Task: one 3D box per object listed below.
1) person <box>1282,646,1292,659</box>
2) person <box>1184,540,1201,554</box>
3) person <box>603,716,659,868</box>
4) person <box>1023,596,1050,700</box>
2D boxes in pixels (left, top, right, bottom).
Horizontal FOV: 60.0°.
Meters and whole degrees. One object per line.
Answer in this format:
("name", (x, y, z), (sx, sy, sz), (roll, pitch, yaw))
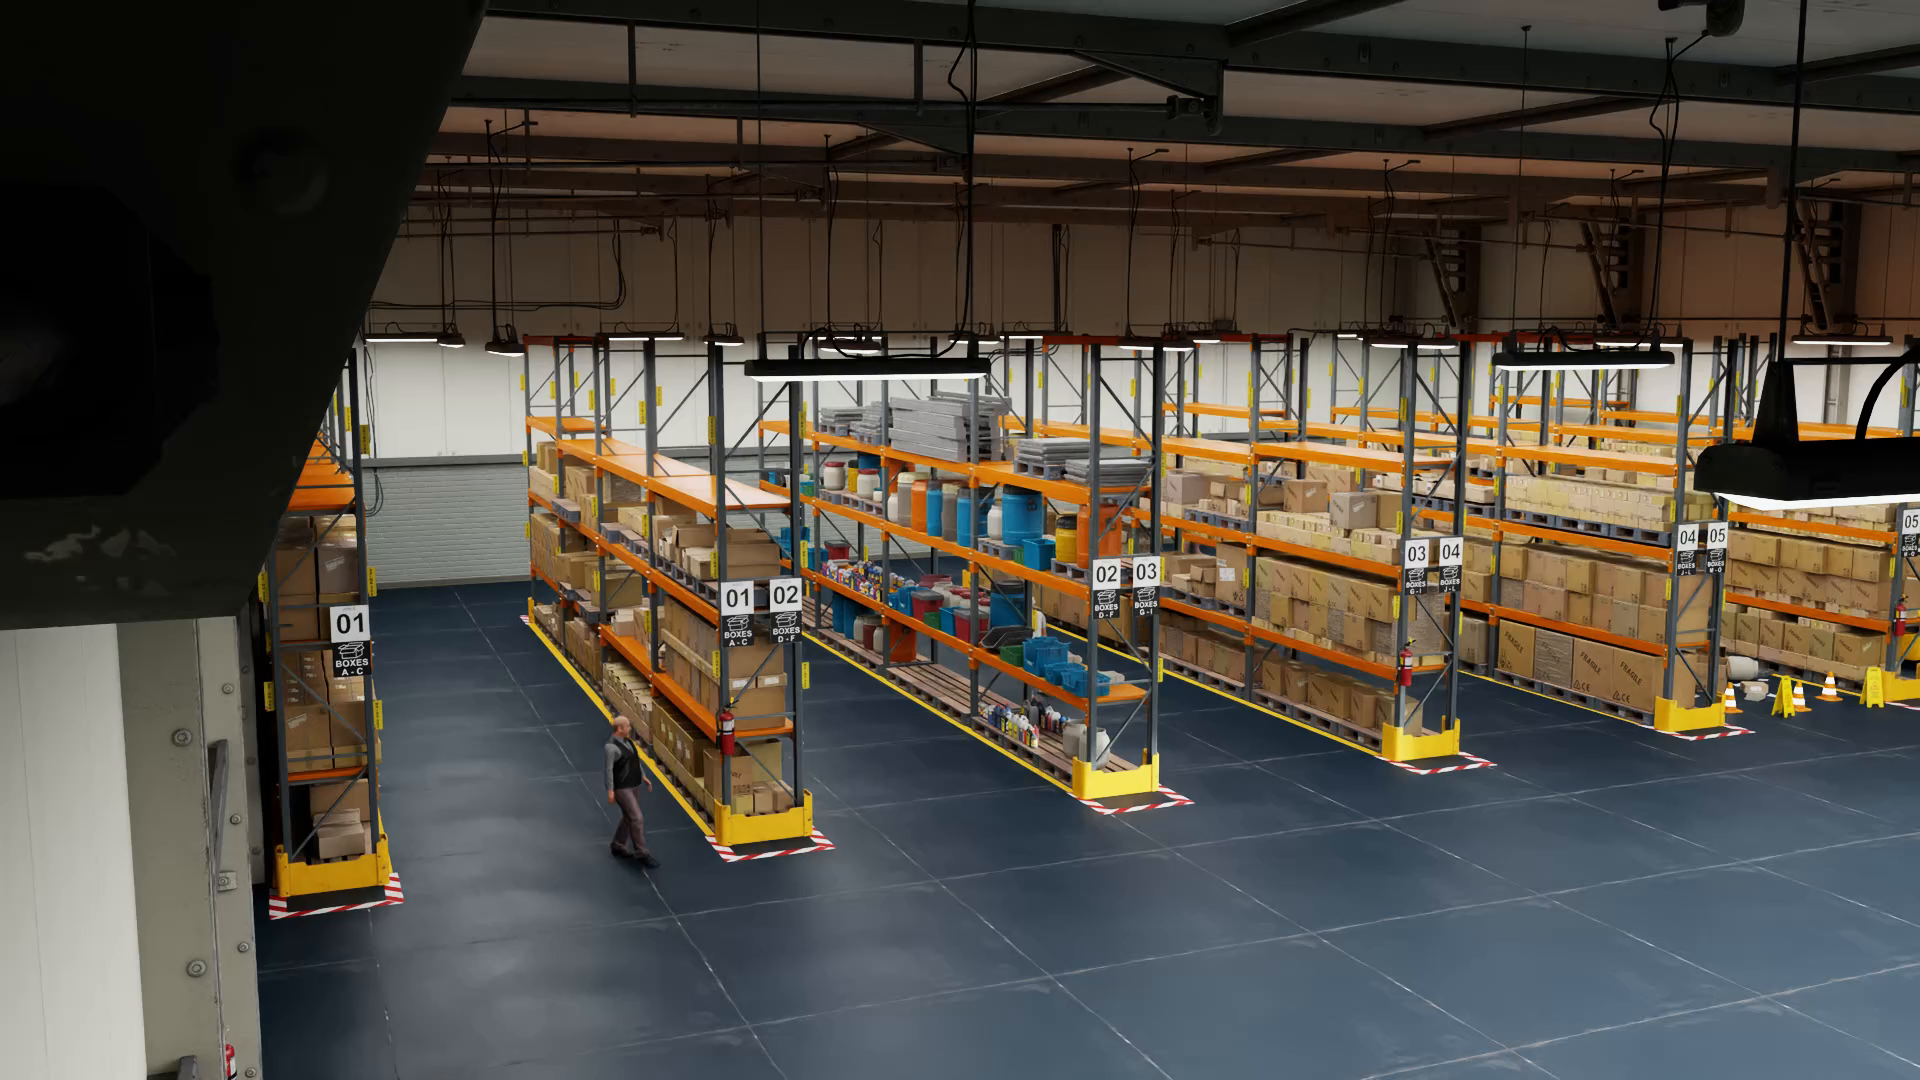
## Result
("person", (6.070, 1.453, 30.333), (0.434, 1.561, 0.836), (-1, 8, -11))
("person", (5.718, -0.048, 41.788), (0.981, 1.604, 0.431), (0, 8, 3))
("person", (-3.809, 2.924, 19.459), (0.733, 1.726, 0.564), (2, 8, 14))
("person", (1.189, 1.796, 27.543), (0.570, 1.790, 0.530), (-2, 8, -16))
